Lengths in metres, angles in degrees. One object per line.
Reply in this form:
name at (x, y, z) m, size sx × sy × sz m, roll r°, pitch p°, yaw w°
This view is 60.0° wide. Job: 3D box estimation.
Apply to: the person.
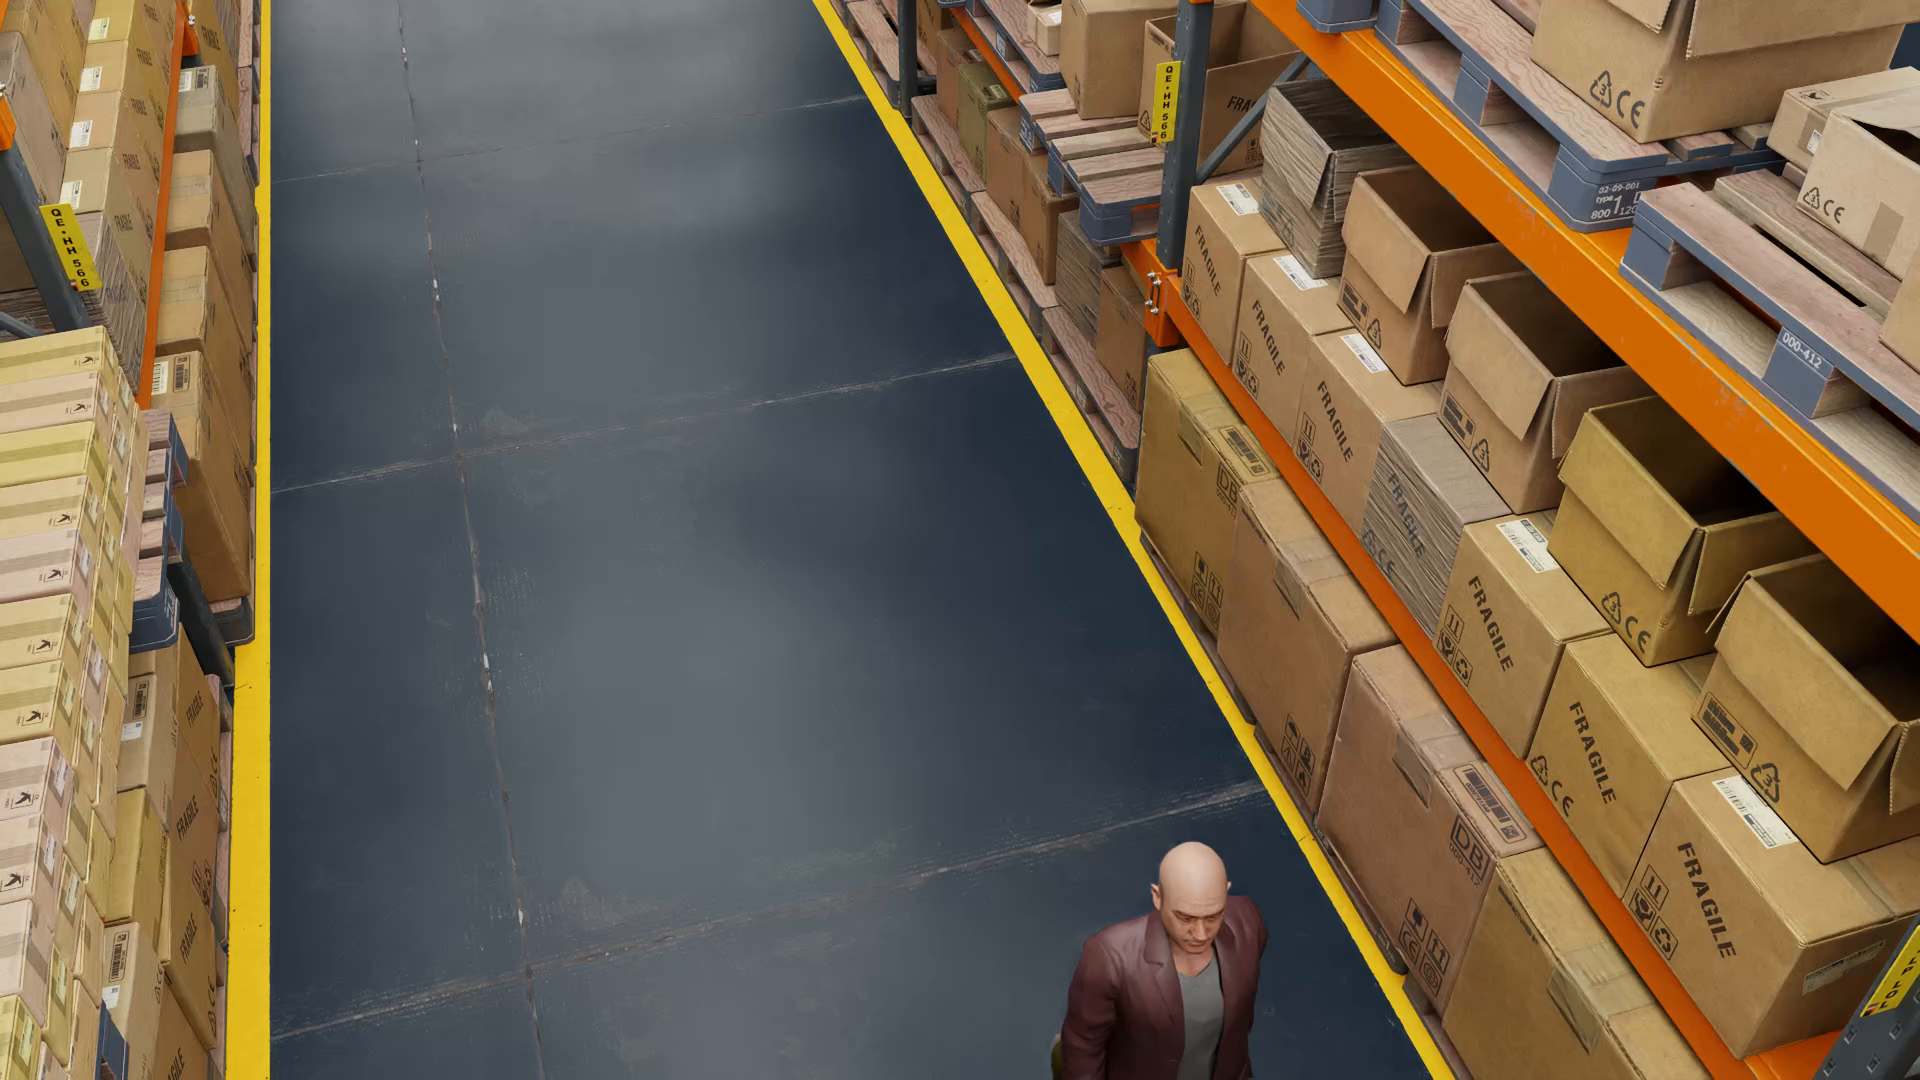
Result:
person at (0.559, 1.455, 4.534) m, size 0.611 × 1.735 × 1.026 m, roll -9°, pitch 43°, yaw -10°
